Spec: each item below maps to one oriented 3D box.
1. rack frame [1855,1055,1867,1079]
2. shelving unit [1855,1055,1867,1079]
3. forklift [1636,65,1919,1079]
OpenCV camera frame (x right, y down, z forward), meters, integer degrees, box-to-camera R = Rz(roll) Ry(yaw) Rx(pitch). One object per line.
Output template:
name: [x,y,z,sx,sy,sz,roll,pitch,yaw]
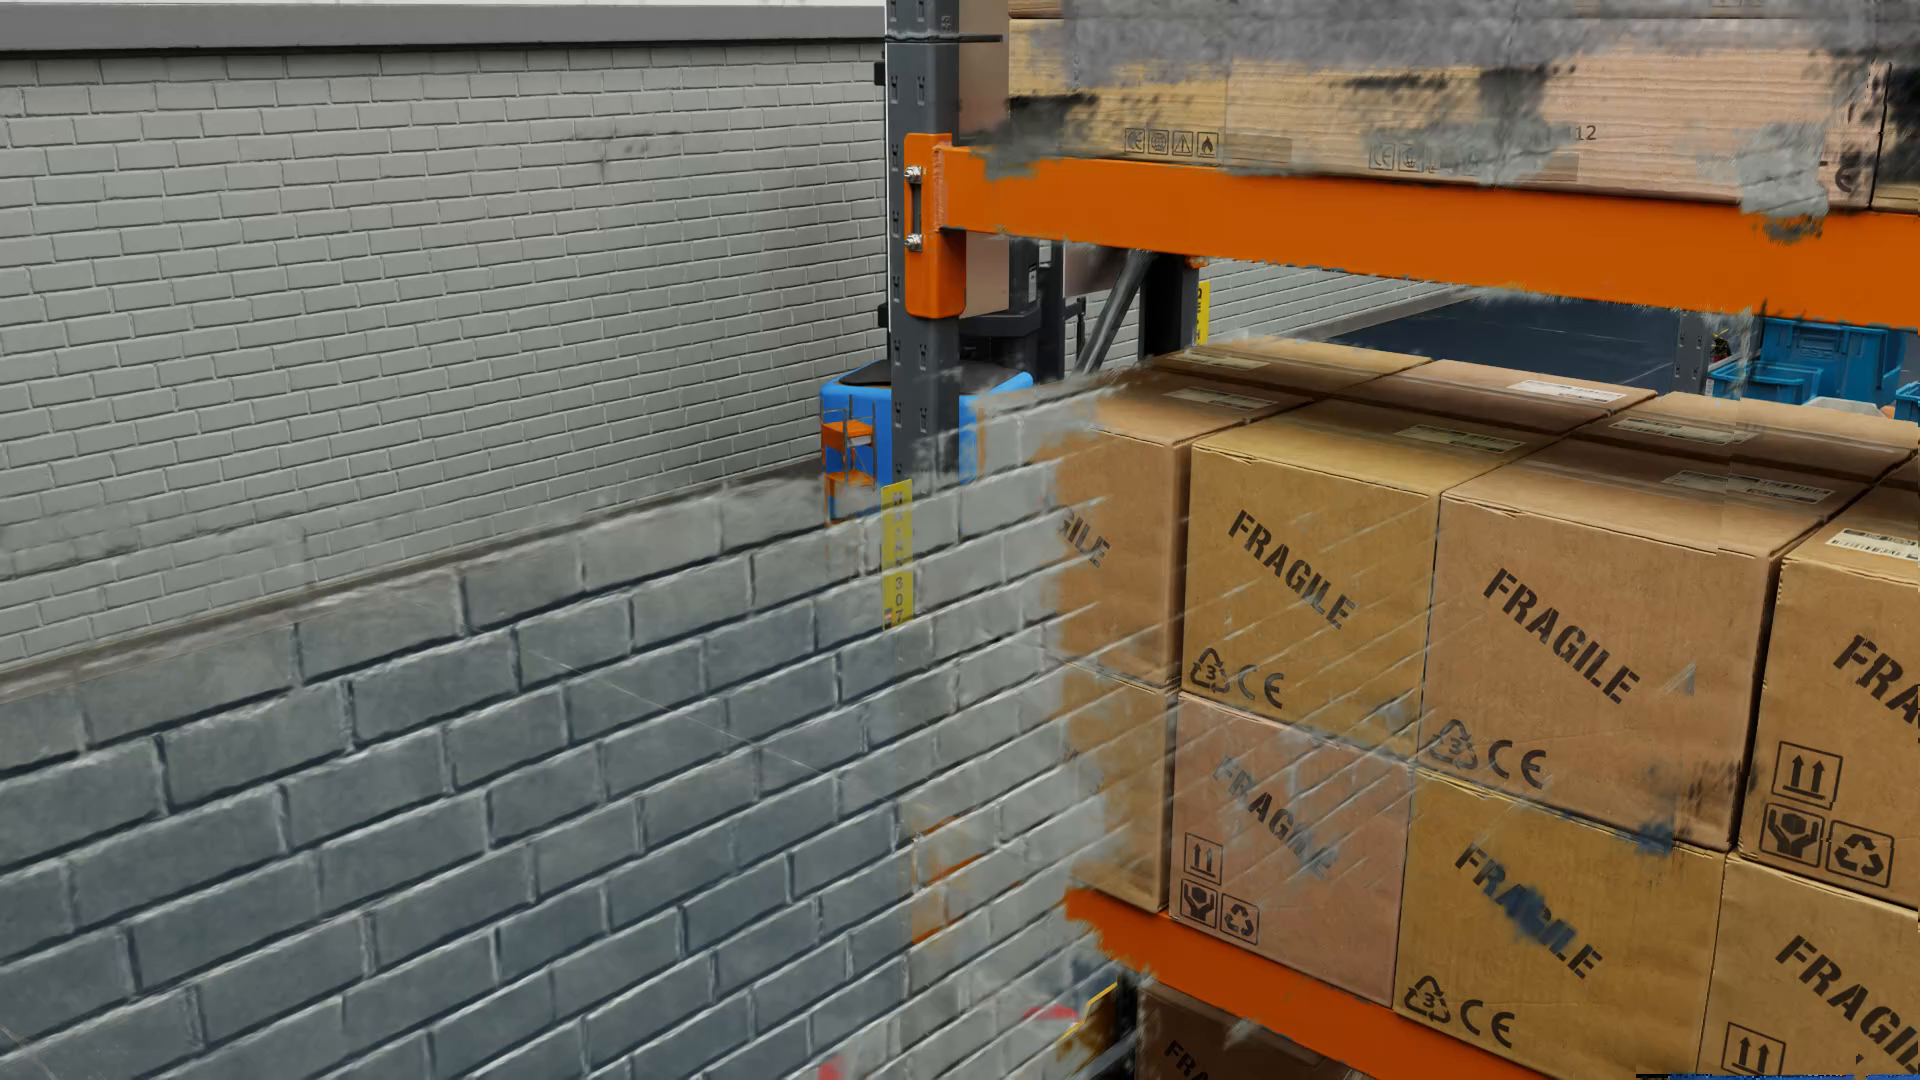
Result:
rack frame: [-0.668,-0.285,9.274,0.200,1.050,0.008,-11,21,-31]
shelving unit: [-0.602,-0.254,9.176,0.215,1.050,0.252,-11,21,-31]
forklift: [0.200,-1.605,10.325,1.130,2.935,3.031,7,19,20]
